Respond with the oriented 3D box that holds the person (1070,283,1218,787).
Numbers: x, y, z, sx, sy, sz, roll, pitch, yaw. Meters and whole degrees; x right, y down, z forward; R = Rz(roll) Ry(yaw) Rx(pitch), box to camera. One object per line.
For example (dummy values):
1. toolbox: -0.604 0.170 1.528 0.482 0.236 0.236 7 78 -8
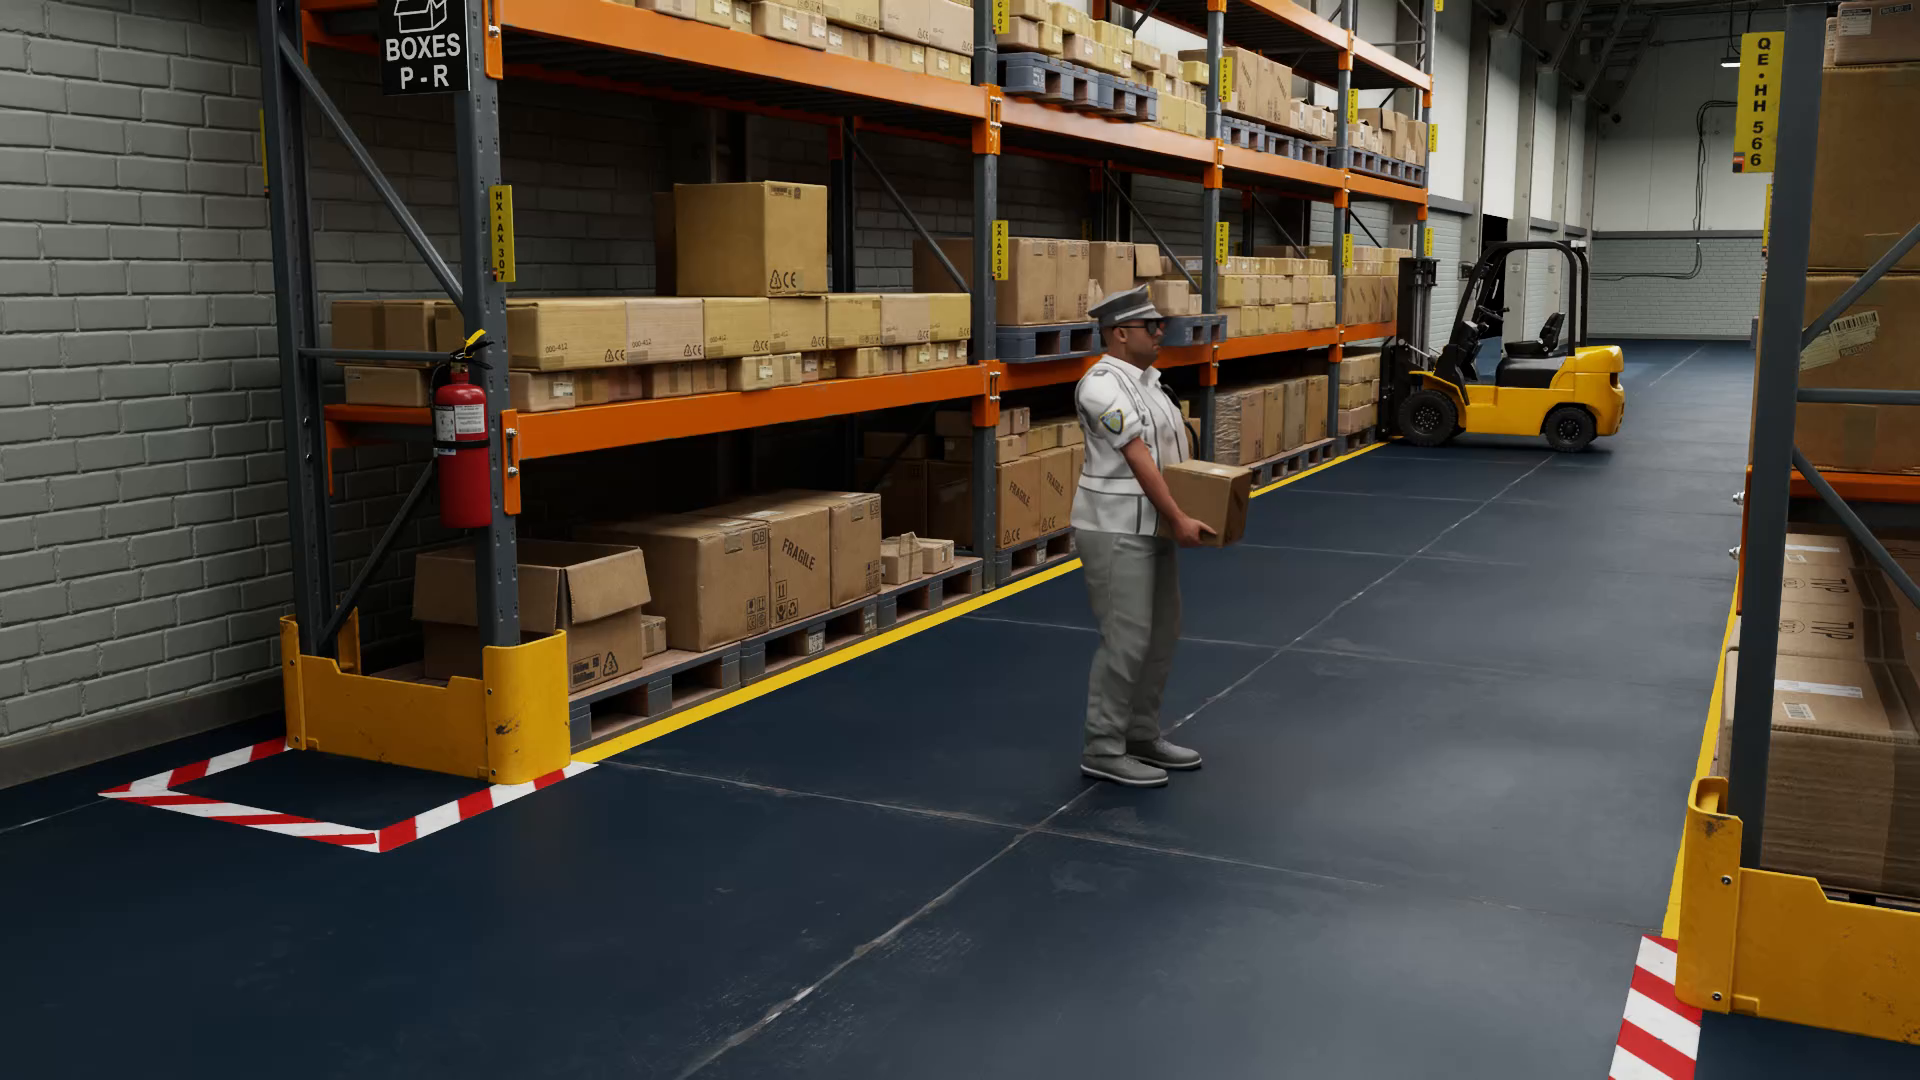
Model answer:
1. person: 0.698 -0.027 5.968 0.566 1.771 0.490 4 10 26
